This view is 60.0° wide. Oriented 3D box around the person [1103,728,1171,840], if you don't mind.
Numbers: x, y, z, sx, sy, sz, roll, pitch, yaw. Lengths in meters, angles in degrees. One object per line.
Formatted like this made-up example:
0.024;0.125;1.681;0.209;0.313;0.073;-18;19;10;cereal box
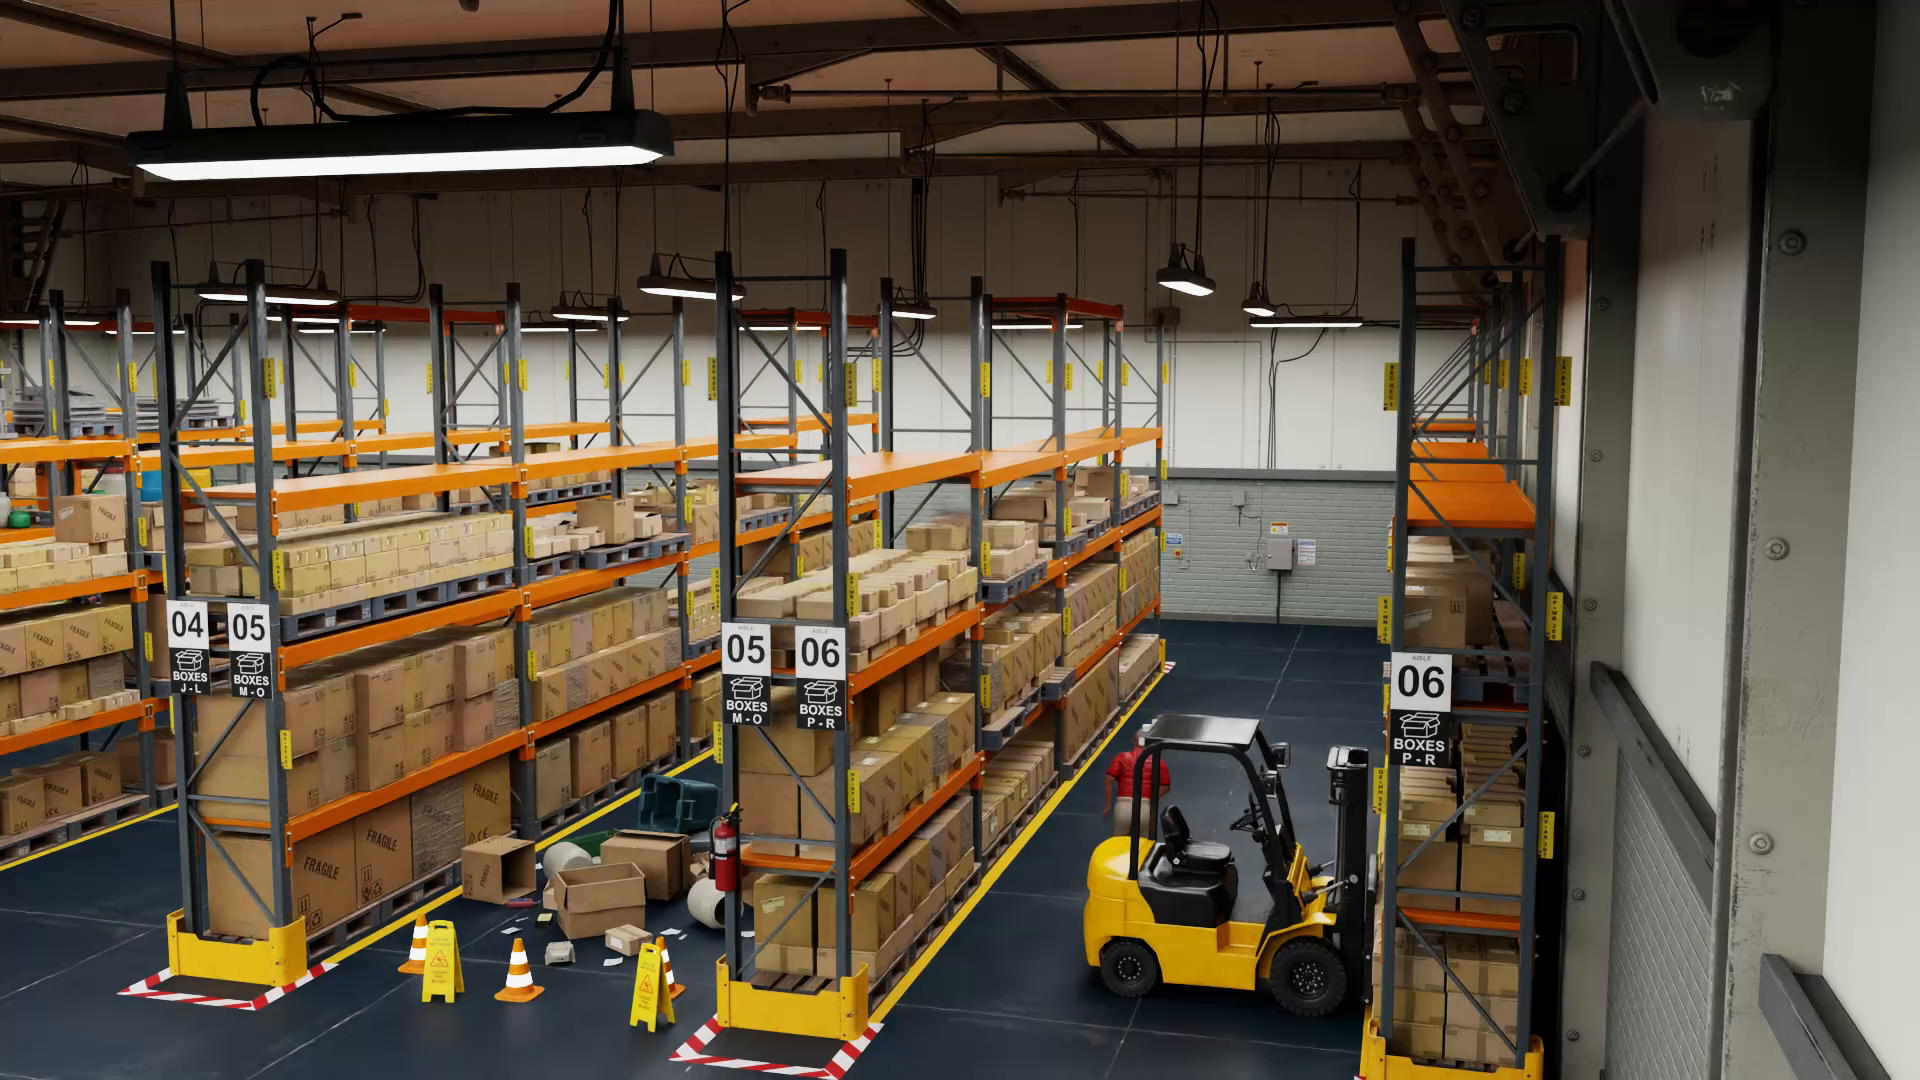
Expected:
1.713;2.655;16.189;0.641;1.625;0.790;2;6;16;person
